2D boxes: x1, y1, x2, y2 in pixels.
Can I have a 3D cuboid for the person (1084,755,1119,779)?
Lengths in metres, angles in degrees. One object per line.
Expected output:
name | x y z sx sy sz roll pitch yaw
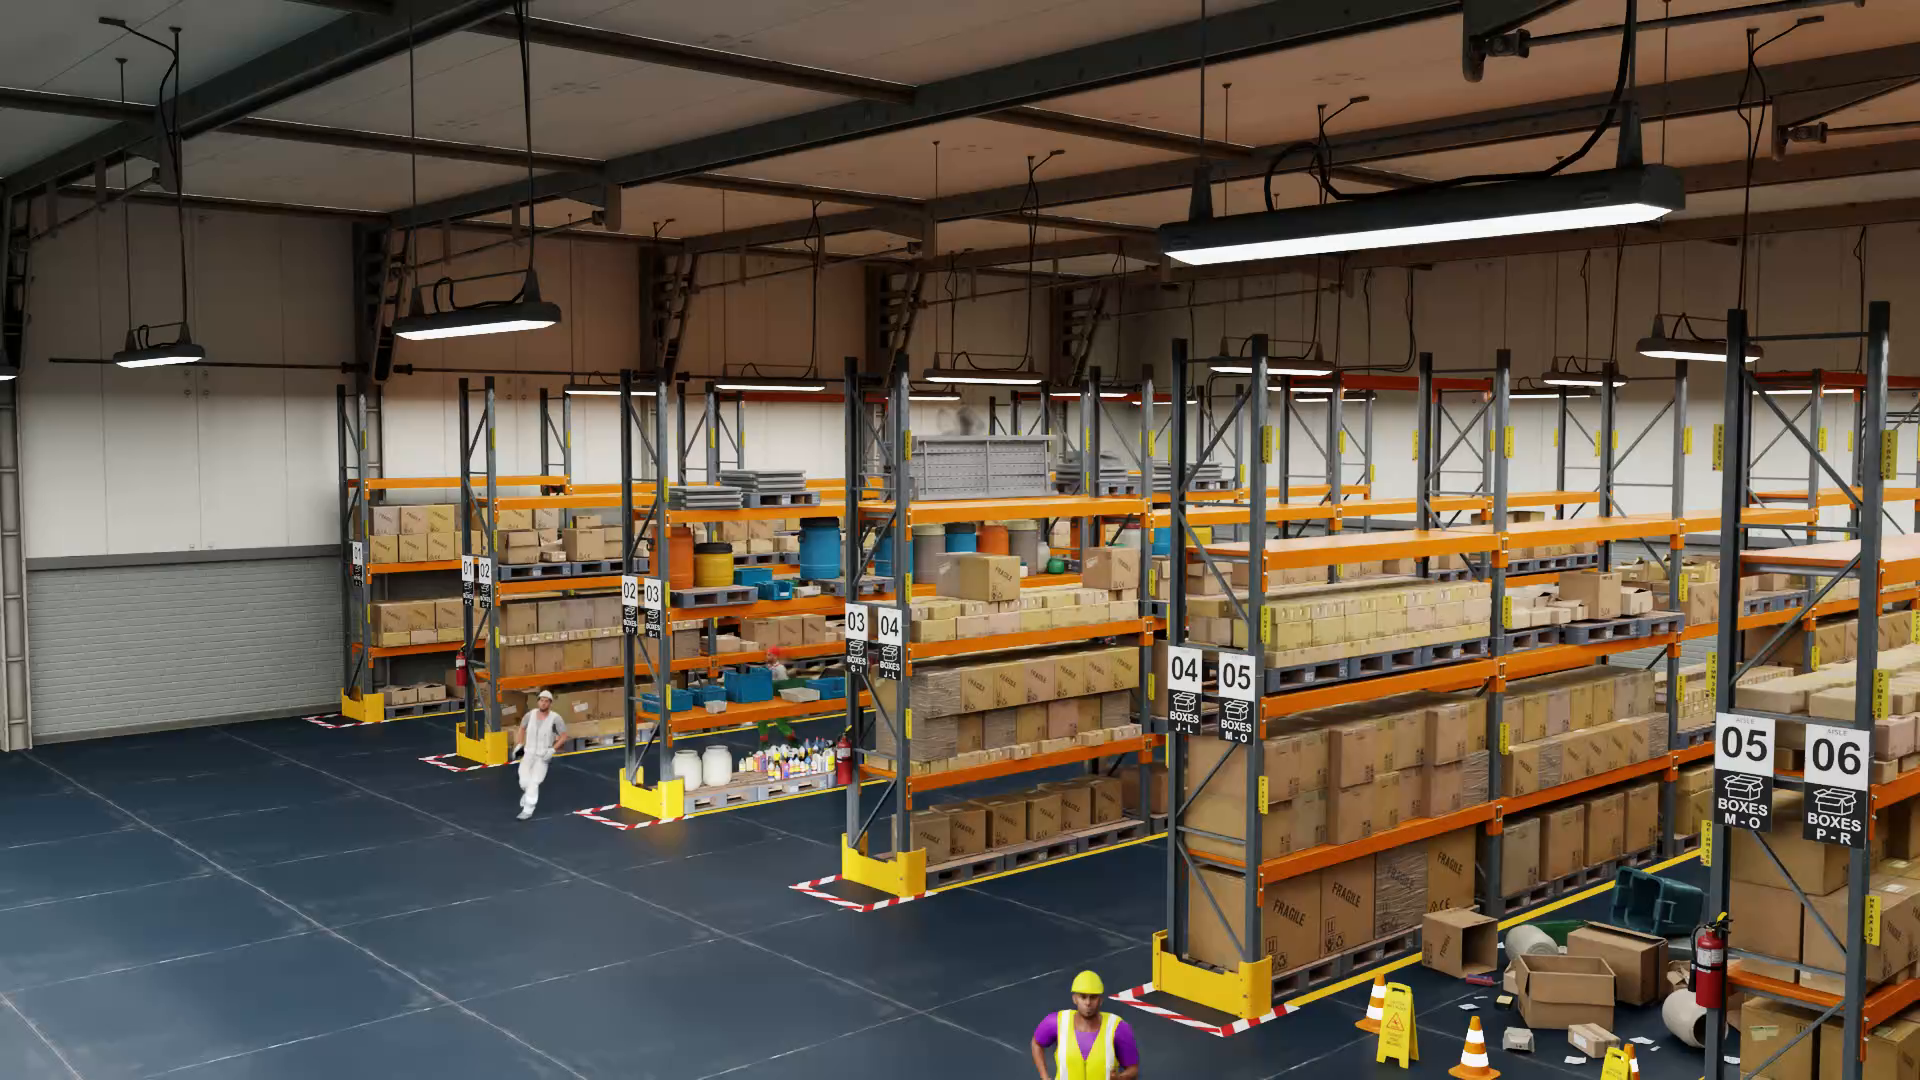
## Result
person | 1.982 2.784 23.379 0.651 1.696 0.673 -3 5 -42

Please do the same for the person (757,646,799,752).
person | -2.864 2.567 26.038 0.810 1.841 0.638 -3 5 -40

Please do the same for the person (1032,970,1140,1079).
person | 0.788 3.608 10.417 0.675 1.822 0.706 0 4 2

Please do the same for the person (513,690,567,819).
person | -5.600 2.859 22.099 0.715 1.710 0.540 0 4 3
